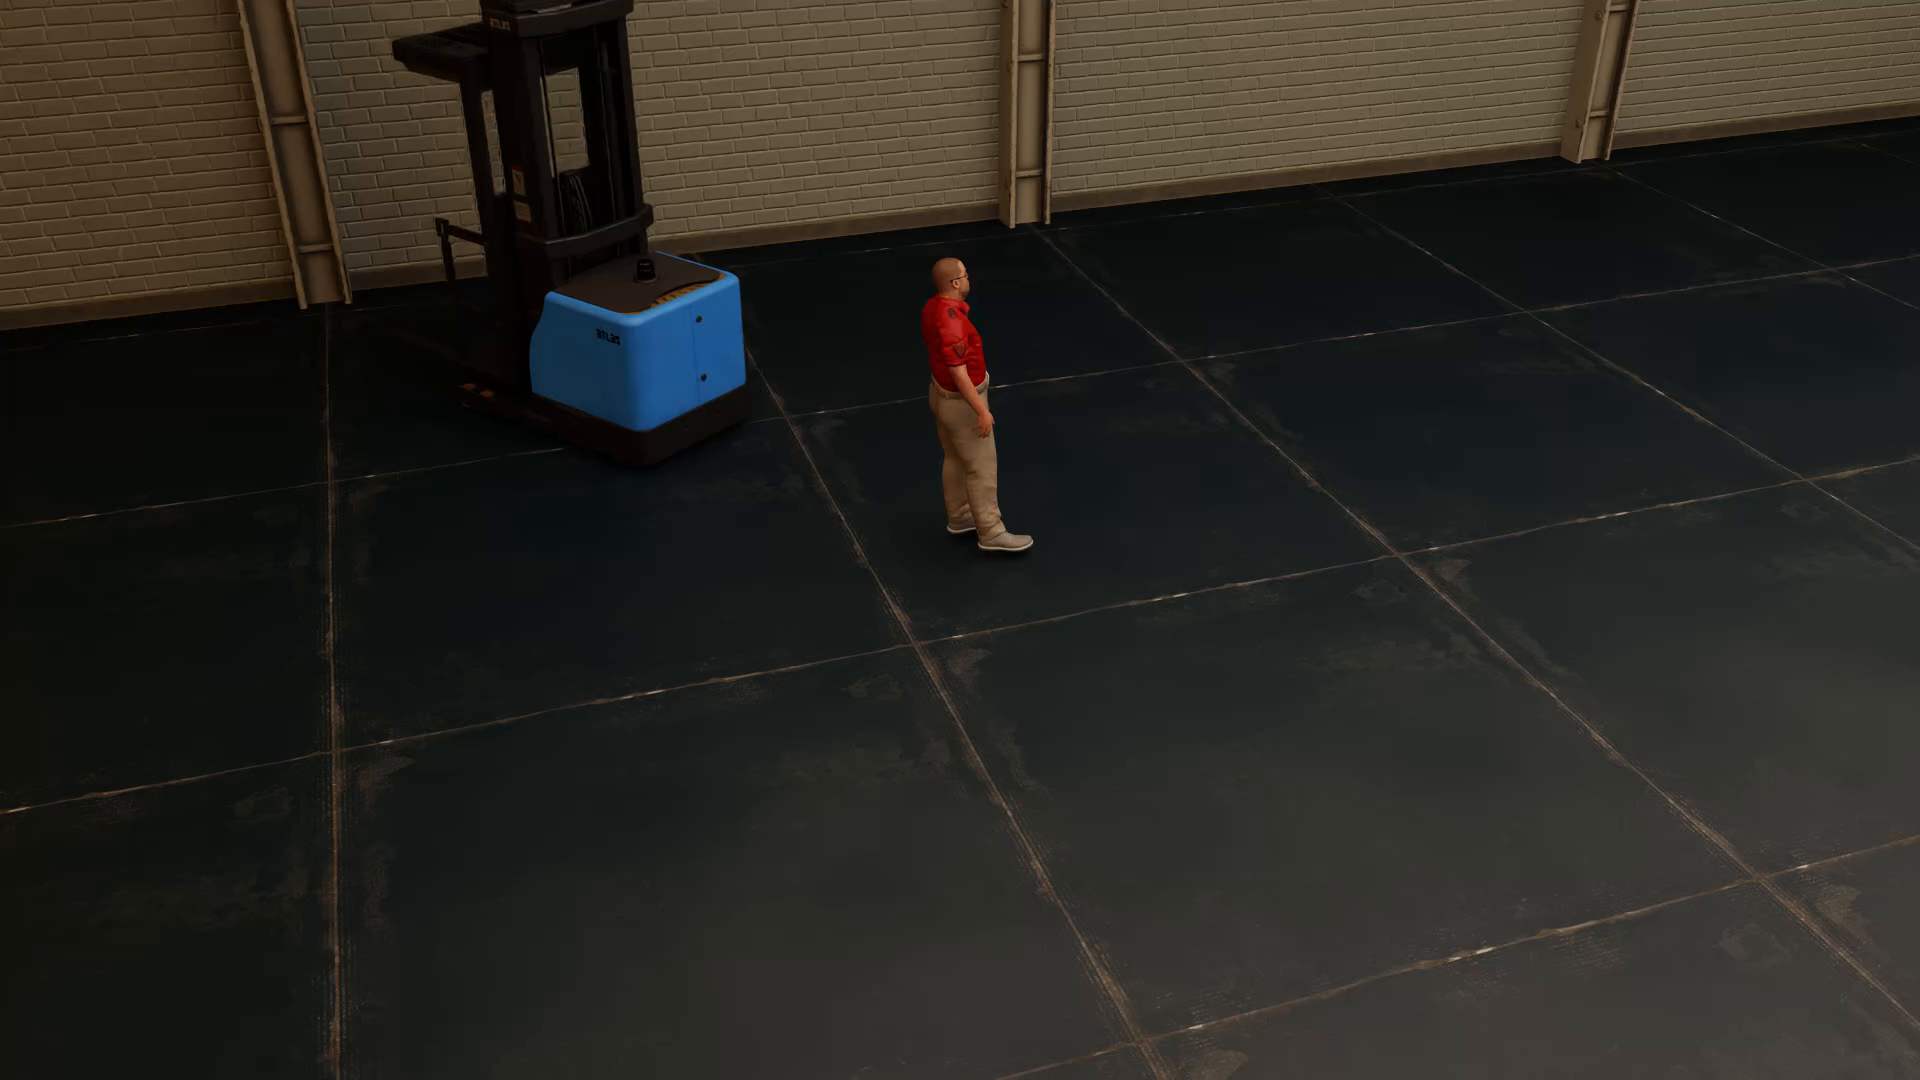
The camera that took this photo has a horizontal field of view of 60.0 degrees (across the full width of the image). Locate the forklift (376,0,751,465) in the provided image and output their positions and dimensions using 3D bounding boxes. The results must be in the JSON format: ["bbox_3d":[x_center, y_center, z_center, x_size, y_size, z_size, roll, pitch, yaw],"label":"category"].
[{"bbox_3d":[-2.915,-2.331,11.138,3.031,2.935,1.130,21,36,31],"label":"forklift"}]

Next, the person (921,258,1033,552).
[{"bbox_3d":[0.089,-0.800,9.586,0.550,1.727,0.641,-10,31,-16],"label":"person"}]
